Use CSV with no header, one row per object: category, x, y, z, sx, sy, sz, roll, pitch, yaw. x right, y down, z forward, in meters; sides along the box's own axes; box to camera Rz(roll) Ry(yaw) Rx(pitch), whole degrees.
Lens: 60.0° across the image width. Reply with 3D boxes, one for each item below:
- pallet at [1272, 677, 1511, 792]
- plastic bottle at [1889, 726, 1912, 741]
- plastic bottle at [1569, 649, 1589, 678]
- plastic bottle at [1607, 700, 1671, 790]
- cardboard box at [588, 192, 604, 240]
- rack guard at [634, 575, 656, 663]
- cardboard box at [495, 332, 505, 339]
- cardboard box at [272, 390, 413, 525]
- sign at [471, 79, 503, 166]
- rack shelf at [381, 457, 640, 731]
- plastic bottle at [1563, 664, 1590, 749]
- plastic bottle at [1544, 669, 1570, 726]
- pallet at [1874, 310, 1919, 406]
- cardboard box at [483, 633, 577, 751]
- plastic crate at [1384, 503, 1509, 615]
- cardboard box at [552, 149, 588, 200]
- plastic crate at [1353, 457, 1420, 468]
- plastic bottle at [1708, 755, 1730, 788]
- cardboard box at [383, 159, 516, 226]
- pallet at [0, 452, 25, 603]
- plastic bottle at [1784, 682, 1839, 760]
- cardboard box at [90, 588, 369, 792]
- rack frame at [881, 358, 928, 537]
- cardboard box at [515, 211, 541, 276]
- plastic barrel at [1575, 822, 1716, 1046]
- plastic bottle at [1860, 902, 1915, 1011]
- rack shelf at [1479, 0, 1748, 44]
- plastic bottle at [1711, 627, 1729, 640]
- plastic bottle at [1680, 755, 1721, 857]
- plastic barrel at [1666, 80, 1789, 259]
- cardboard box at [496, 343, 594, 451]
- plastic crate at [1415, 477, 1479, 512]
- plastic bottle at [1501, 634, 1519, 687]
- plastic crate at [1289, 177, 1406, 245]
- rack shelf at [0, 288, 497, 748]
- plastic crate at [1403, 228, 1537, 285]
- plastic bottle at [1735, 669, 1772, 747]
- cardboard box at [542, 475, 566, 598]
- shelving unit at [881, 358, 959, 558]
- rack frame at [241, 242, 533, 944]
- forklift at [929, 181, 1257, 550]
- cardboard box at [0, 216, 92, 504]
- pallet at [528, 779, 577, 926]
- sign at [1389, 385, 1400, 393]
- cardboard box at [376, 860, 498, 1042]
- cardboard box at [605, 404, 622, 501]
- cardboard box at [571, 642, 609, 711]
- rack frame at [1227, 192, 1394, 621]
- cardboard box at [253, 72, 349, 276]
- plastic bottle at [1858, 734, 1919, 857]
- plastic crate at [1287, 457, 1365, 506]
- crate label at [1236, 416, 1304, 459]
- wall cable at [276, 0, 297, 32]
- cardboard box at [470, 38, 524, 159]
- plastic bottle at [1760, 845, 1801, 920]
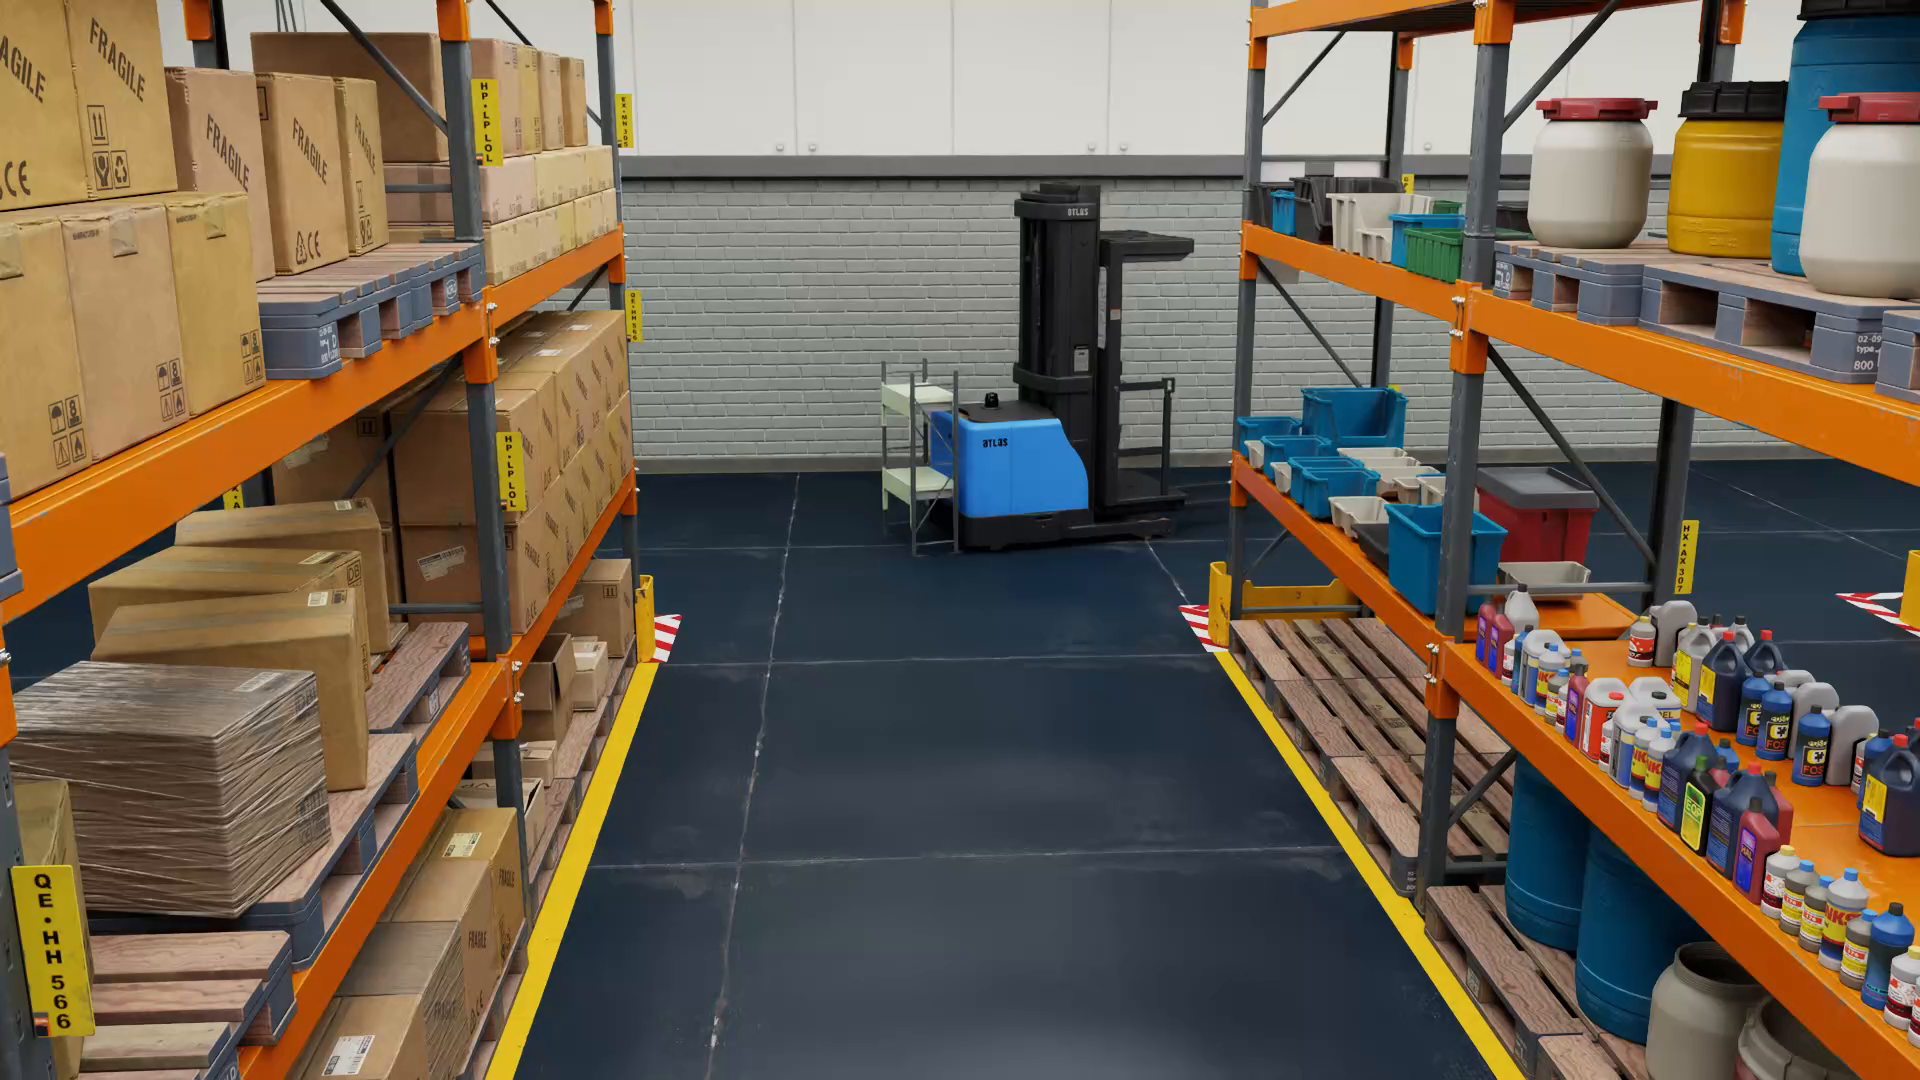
pallet,2.403,1.081,9.400,1.003,0.211,1.213,-1,14,-3
plastic bottle,3.049,0.731,5.399,0.061,0.283,0.133,-1,14,-3
plastic bottle,2.360,0.519,6.388,0.097,0.201,0.097,0,14,0
plastic bottle,2.286,0.686,5.588,0.152,0.276,0.135,-1,14,-3
cardboard box,-2.311,-1.834,9.415,0.500,0.250,0.500,-1,14,-3
rack guard,-2.621,0.528,10.973,1.175,0.500,0.348,-1,14,-3
cardboard box,-2.796,-0.866,9.164,0.500,0.500,0.500,-1,14,-3
cardboard box,-2.668,-0.362,7.205,0.500,0.500,0.500,-1,14,-3
sign,-1.825,-1.610,6.418,0.100,0.325,0.005,-1,14,-3
rack shelf,-2.502,0.144,8.891,1.077,0.370,4.000,-1,14,-3
plastic bottle,2.218,0.592,5.938,0.061,0.283,0.133,-1,14,-3
plastic bottle,2.223,0.579,6.155,0.097,0.201,0.097,0,14,0
pallet,2.864,-0.341,3.691,1.003,0.211,1.213,-1,14,-3
cardboard box,-2.500,0.822,8.940,0.797,0.503,0.637,-1,14,-3
plastic crate,2.196,0.085,7.587,0.392,0.384,0.575,-1,14,-3
cardboard box,-2.281,-1.952,8.869,0.500,0.250,0.500,-1,14,-3
plastic crate,2.553,-0.407,9.995,0.396,0.136,0.243,-1,14,-3
plastic bottle,2.333,0.810,5.092,0.061,0.283,0.133,-1,14,-3
cardboard box,-2.160,-1.454,6.936,0.500,0.250,0.500,-1,14,-3
pallet,-1.999,0.094,2.001,1.213,0.211,1.003,0,14,-1
plastic bottle,2.975,0.620,5.845,0.152,0.276,0.135,-1,14,-3
cardboard box,-2.207,0.479,5.100,0.700,0.500,0.500,-5,15,-18
rack frame,-0.462,-0.775,14.028,0.400,1.500,0.023,-5,15,-20
cardboard box,-2.188,-1.336,7.482,0.500,0.250,0.500,-1,14,-3
plastic barrel,2.626,1.342,6.160,0.600,0.901,0.708,-1,14,-3
plastic bottle,2.347,1.046,4.201,0.097,0.271,0.097,0,14,0
rack shelf,2.690,-1.649,4.621,1.077,0.370,4.000,-1,14,-3
plastic bottle,2.935,0.461,6.463,0.152,0.276,0.135,-1,14,-3
plastic bottle,2.272,0.811,5.088,0.061,0.283,0.133,-1,14,-3
plastic barrel,2.825,-1.306,5.842,0.600,0.588,0.600,0,14,0
cardboard box,-2.223,-0.746,8.698,0.500,0.500,0.500,0,14,-2
plastic crate,2.655,-0.137,8.656,0.437,0.282,0.530,-1,14,-3
plastic bottle,2.196,0.473,6.567,0.097,0.201,0.097,0,14,0
plastic crate,2.138,-1.816,9.169,0.504,0.338,0.767,-1,14,-3
rack shelf,-2.254,-0.314,4.651,1.077,0.370,4.000,-1,14,-3
plastic crate,2.238,-1.233,7.206,0.450,0.188,0.662,-1,14,-3
plastic bottle,2.843,0.595,5.950,0.097,0.271,0.097,0,14,0
cardboard box,-2.173,-0.014,7.860,0.500,0.500,0.500,-1,14,-2
shelving unit,-0.333,-0.690,13.696,0.431,1.500,0.755,-5,15,-20
rack frame,-2.378,0.293,6.868,1.000,3.000,0.127,-1,14,-3
forklift,1.308,-1.542,14.138,3.031,2.935,1.130,-5,15,-20
cardboard box,-2.191,-0.321,3.035,0.910,0.500,0.500,-1,14,-3
pallet,-2.420,1.473,7.880,1.003,0.211,1.213,-1,14,-3
sign,2.866,-0.869,11.057,0.100,0.325,0.005,-1,14,-3
cardboard box,-2.039,1.532,6.187,0.500,0.500,0.500,-1,14,-3
cardboard box,-2.291,-0.514,9.805,0.500,0.500,0.500,-1,14,-3
cardboard box,-2.318,0.785,9.592,0.500,0.250,0.500,-1,14,-3
rack frame,2.318,-0.777,11.028,1.000,3.000,0.127,-1,14,-3
cardboard box,-2.356,-1.168,5.281,0.600,0.600,0.600,-1,14,-4
plastic bottle,2.874,0.775,5.095,0.144,0.351,0.185,-1,14,-3
plastic crate,2.086,-0.332,9.511,0.416,0.233,0.300,-1,14,-3
crate label,2.005,-0.659,10.783,0.416,0.233,0.303,-1,14,-3
wall cable,-4.864,-5.926,15.095,3.097,2.526,0.112,-1,14,-3
cardboard box,-2.336,-1.939,7.317,0.700,0.500,0.500,-1,14,-3
plastic bottle,2.317,0.958,4.680,0.097,0.201,0.097,0,14,0
